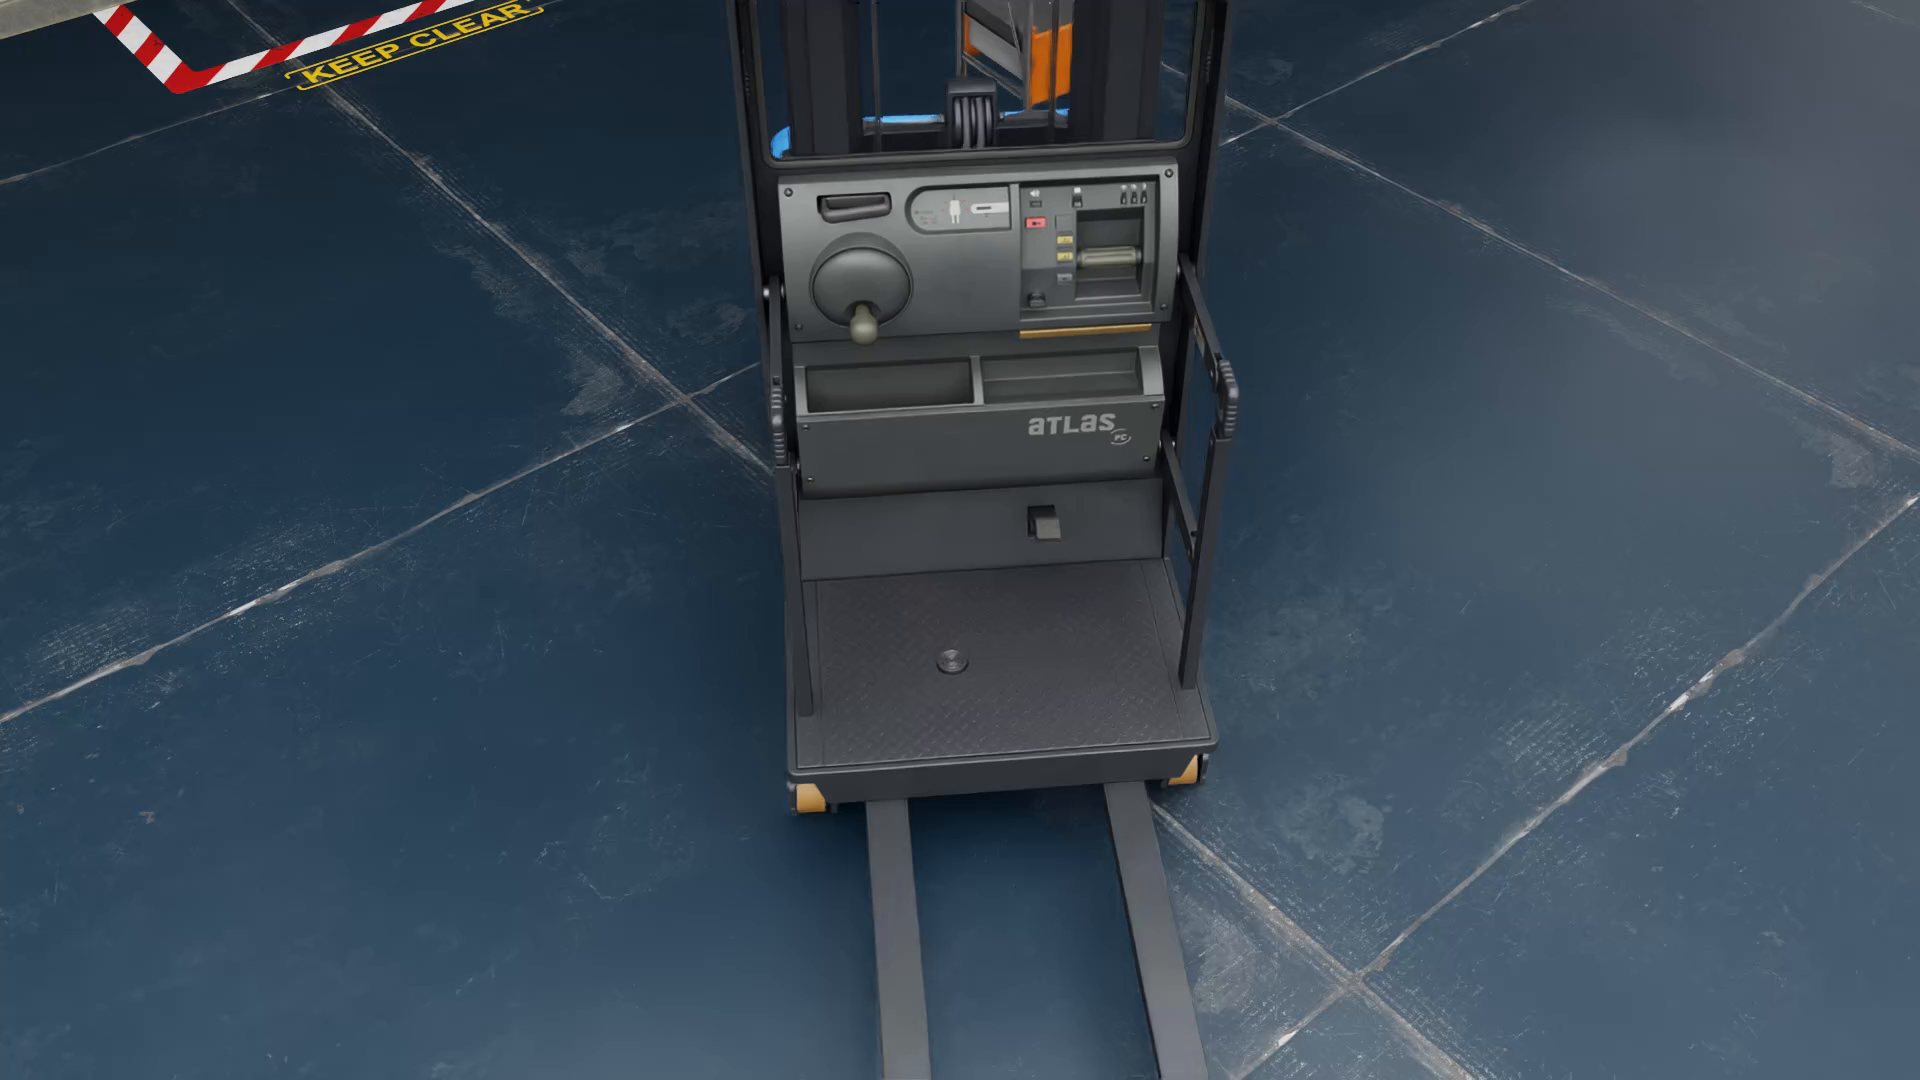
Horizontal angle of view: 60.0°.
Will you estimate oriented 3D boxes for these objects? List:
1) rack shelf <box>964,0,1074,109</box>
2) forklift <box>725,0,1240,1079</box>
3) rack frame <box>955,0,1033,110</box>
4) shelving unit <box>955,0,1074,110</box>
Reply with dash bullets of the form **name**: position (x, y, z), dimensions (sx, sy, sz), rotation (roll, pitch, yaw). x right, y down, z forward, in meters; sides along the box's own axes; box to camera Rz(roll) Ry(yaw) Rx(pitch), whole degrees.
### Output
- **rack shelf**: position (0.303, -1.559, 5.396), dimensions (0.480, 0.518, 0.431), rotation (-25, 49, -24)
- **forklift**: position (0.071, -0.585, 3.732), dimensions (1.130, 2.935, 3.031), rotation (-4, 43, -4)
- **rack frame**: position (0.100, -1.476, 5.287), dimensions (0.015, 2.100, 0.400), rotation (-25, 49, -24)
- **shelving unit**: position (0.303, -1.569, 5.387), dimensions (0.503, 2.100, 0.431), rotation (-25, 49, -24)
